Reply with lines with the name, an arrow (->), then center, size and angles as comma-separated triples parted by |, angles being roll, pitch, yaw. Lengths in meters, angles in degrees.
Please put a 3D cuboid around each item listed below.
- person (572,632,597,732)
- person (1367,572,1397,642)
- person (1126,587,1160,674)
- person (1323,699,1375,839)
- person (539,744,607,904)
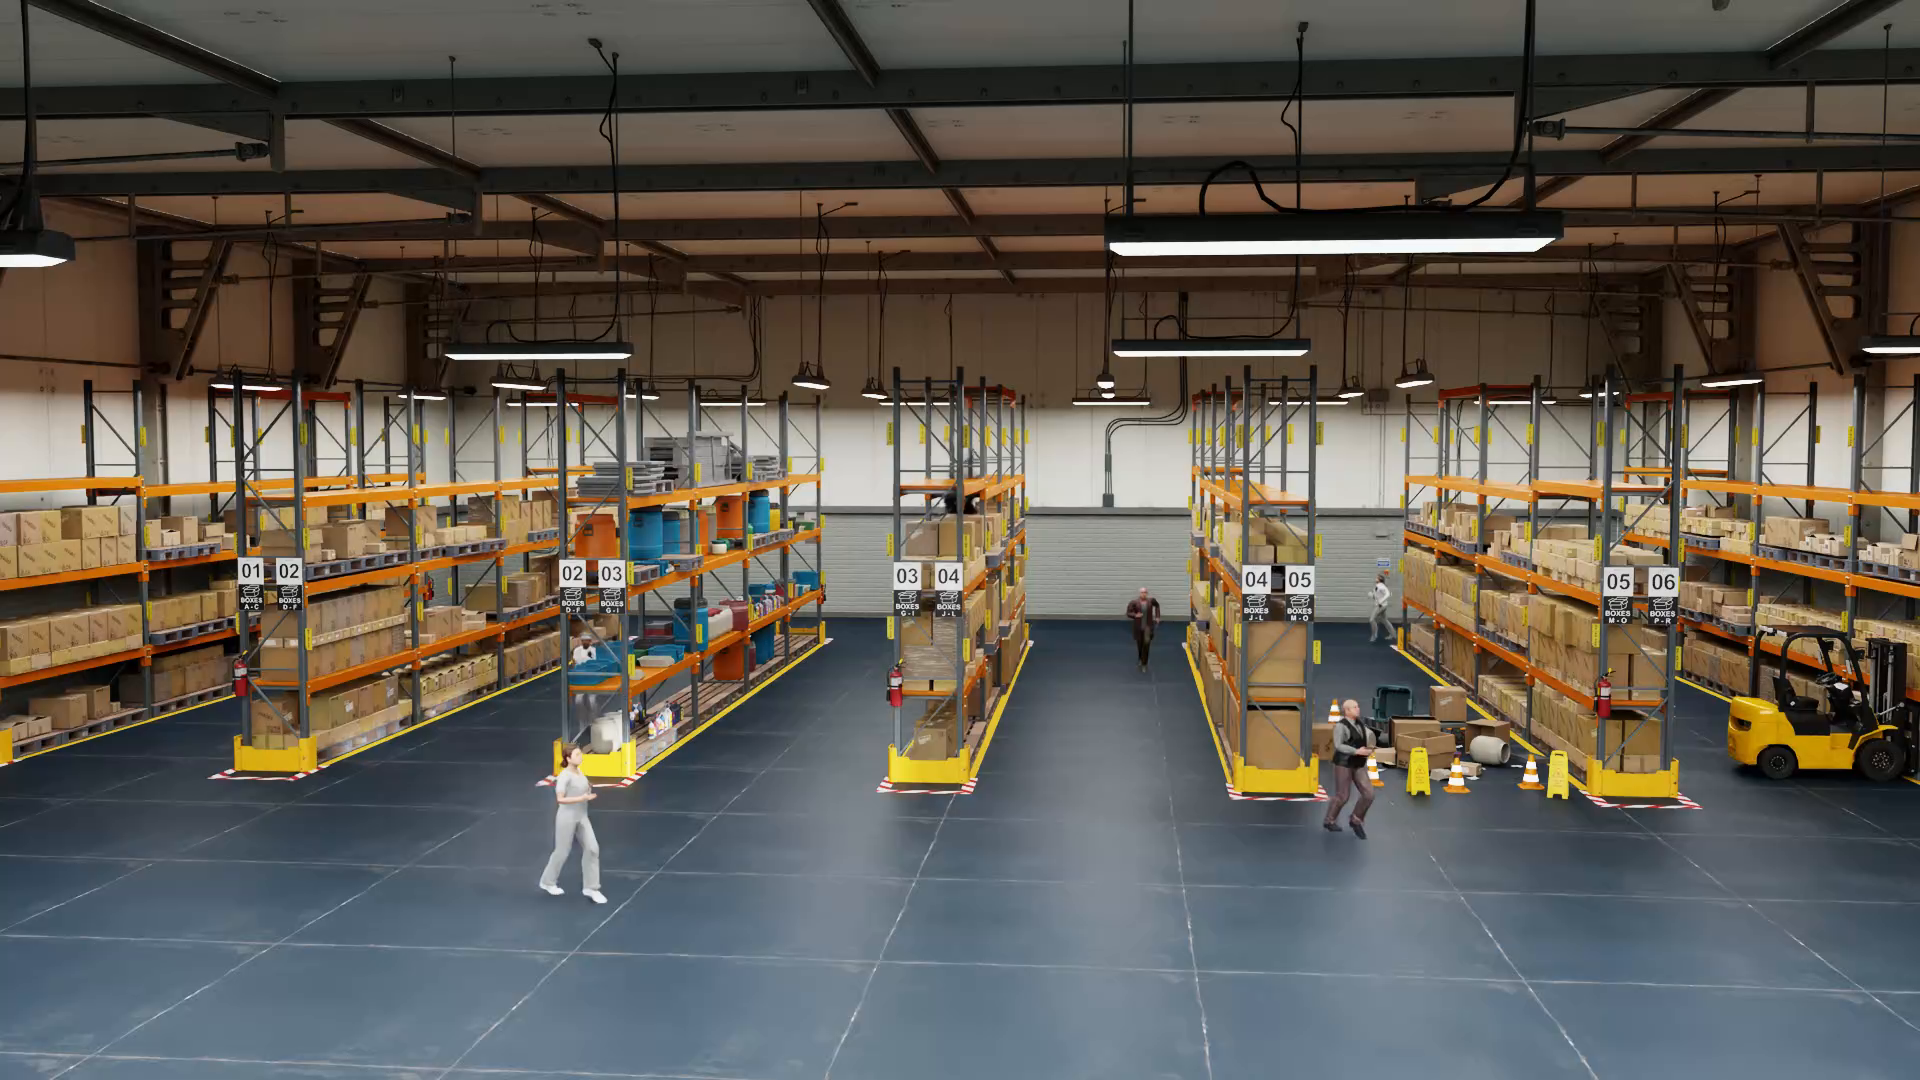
person -> -6.370, 2.407, 28.313 | 0.536, 1.726, 0.801 | 0, 4, -2
person -> 10.254, 1.658, 40.425 | 0.728, 1.755, 0.614 | 1, 4, 17
person -> 3.919, 1.915, 35.588 | 0.744, 1.831, 0.965 | 0, 4, 3
person -> 4.880, 2.863, 20.739 | 0.666, 1.767, 0.733 | -3, 4, -37
person -> -4.171, 3.040, 17.892 | 0.807, 1.691, 0.564 | 2, 4, 24
